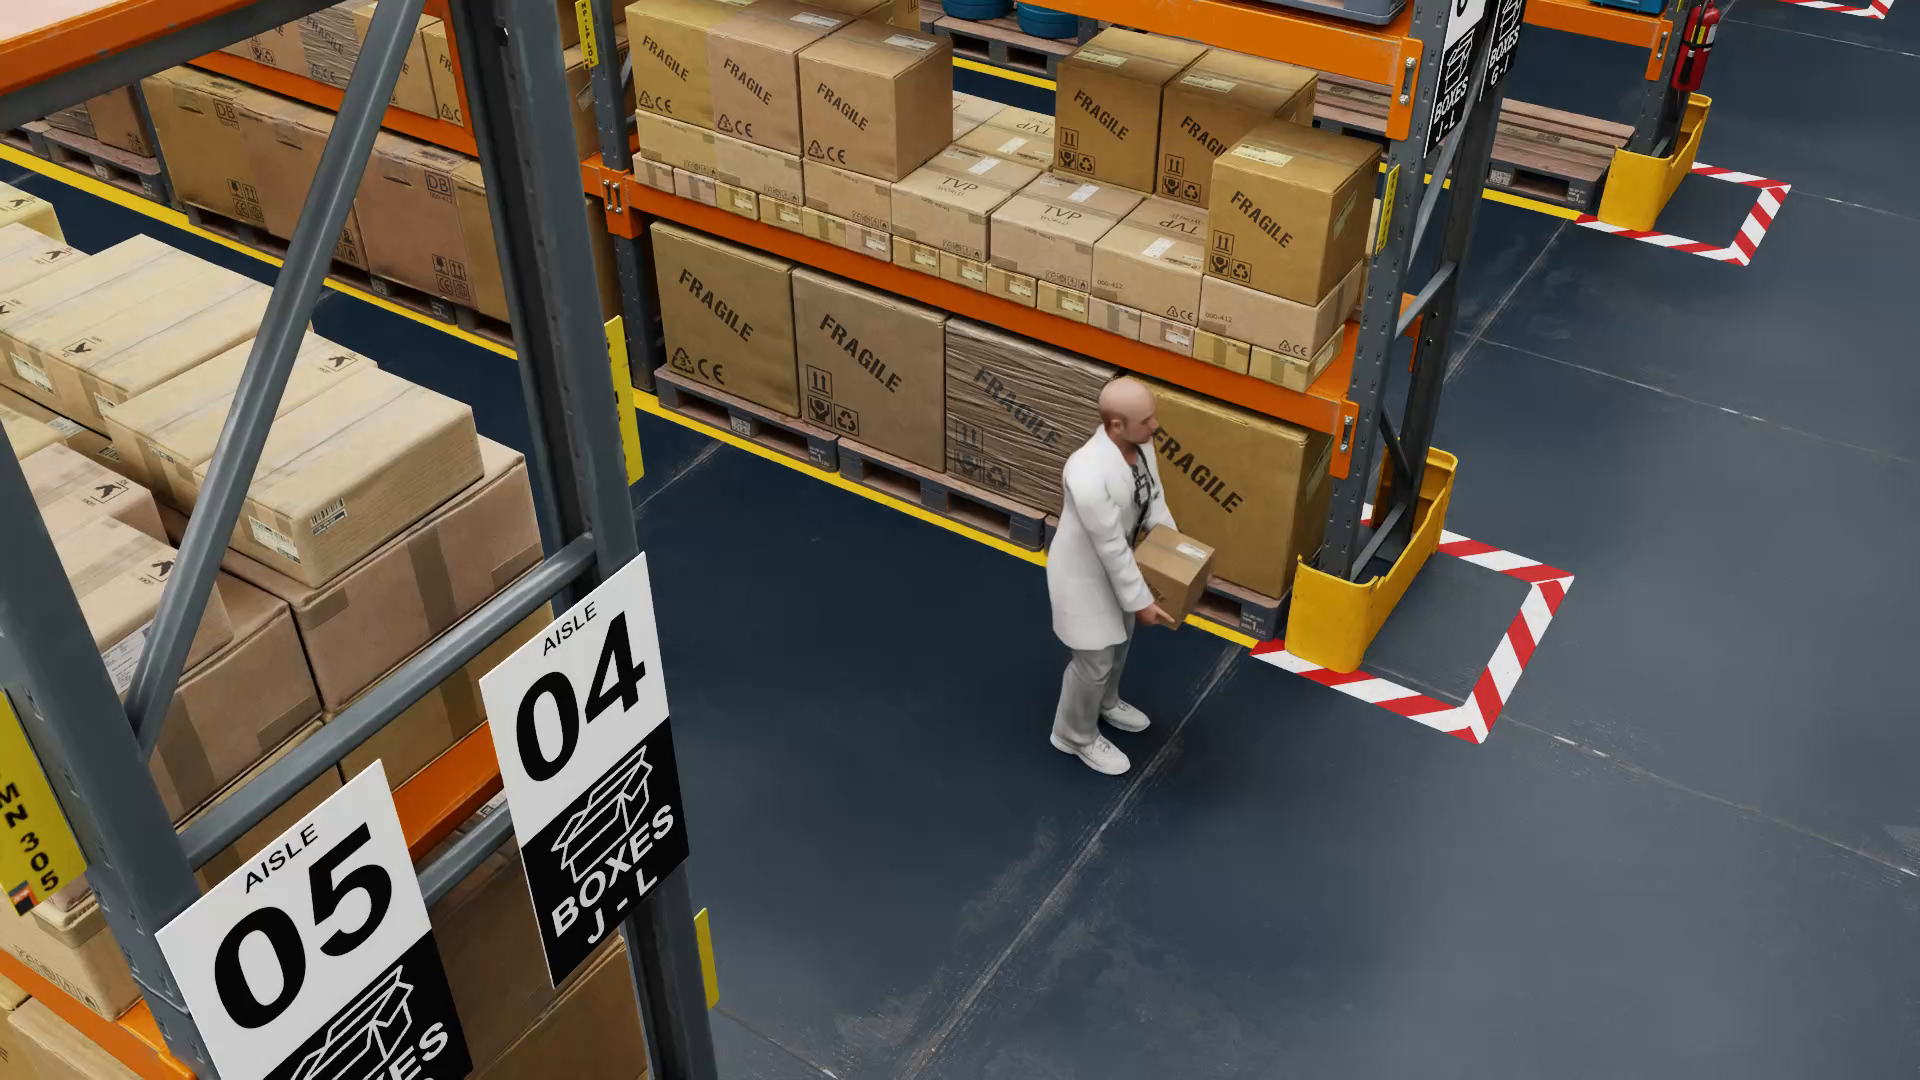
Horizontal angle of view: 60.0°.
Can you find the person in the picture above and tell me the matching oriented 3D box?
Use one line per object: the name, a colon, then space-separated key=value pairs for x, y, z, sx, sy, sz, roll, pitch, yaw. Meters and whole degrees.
person: x=0.632 y=0.153 z=6.504 sx=0.575 sy=1.777 sz=0.525 roll=20 pitch=42 yaw=23
